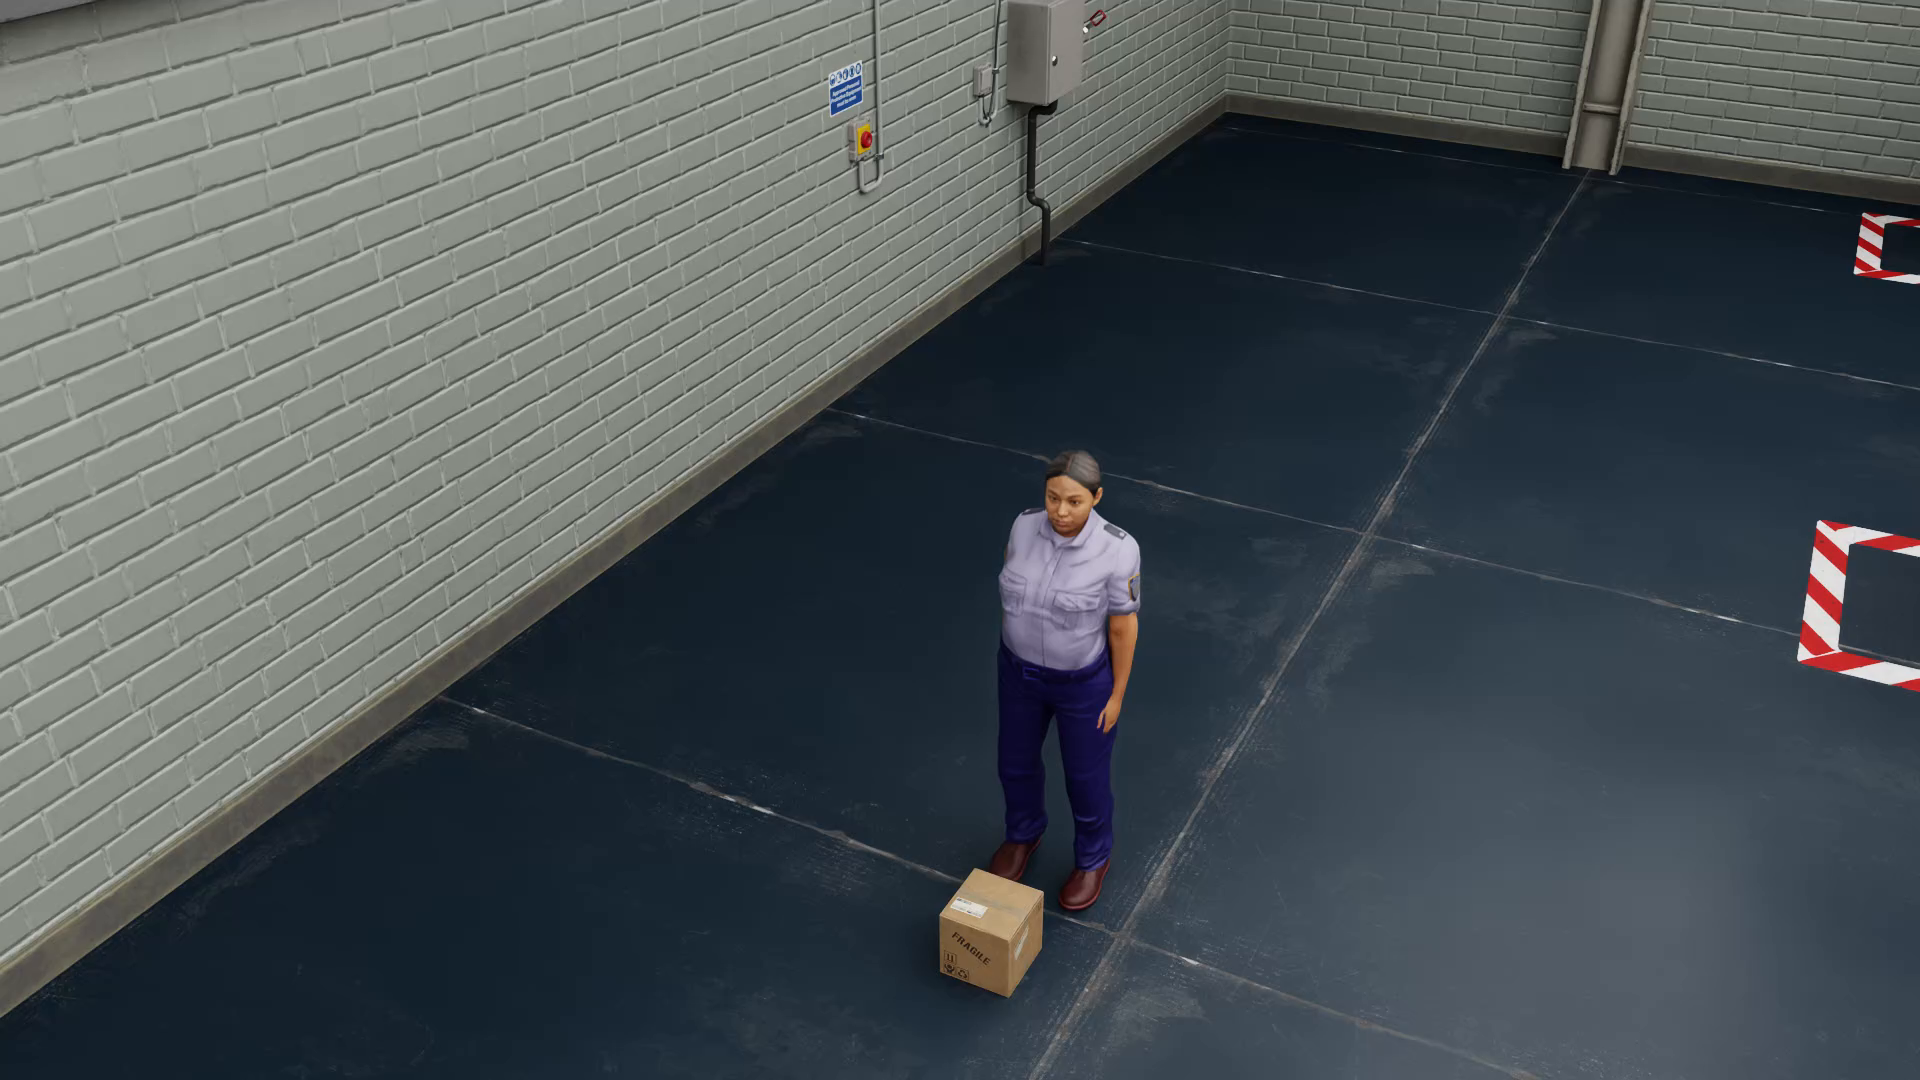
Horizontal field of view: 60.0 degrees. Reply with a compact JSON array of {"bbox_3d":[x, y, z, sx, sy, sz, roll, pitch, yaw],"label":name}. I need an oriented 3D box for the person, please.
[{"bbox_3d":[0.331,0.456,5.368,0.467,1.646,0.343,16,34,25],"label":"person"}]
